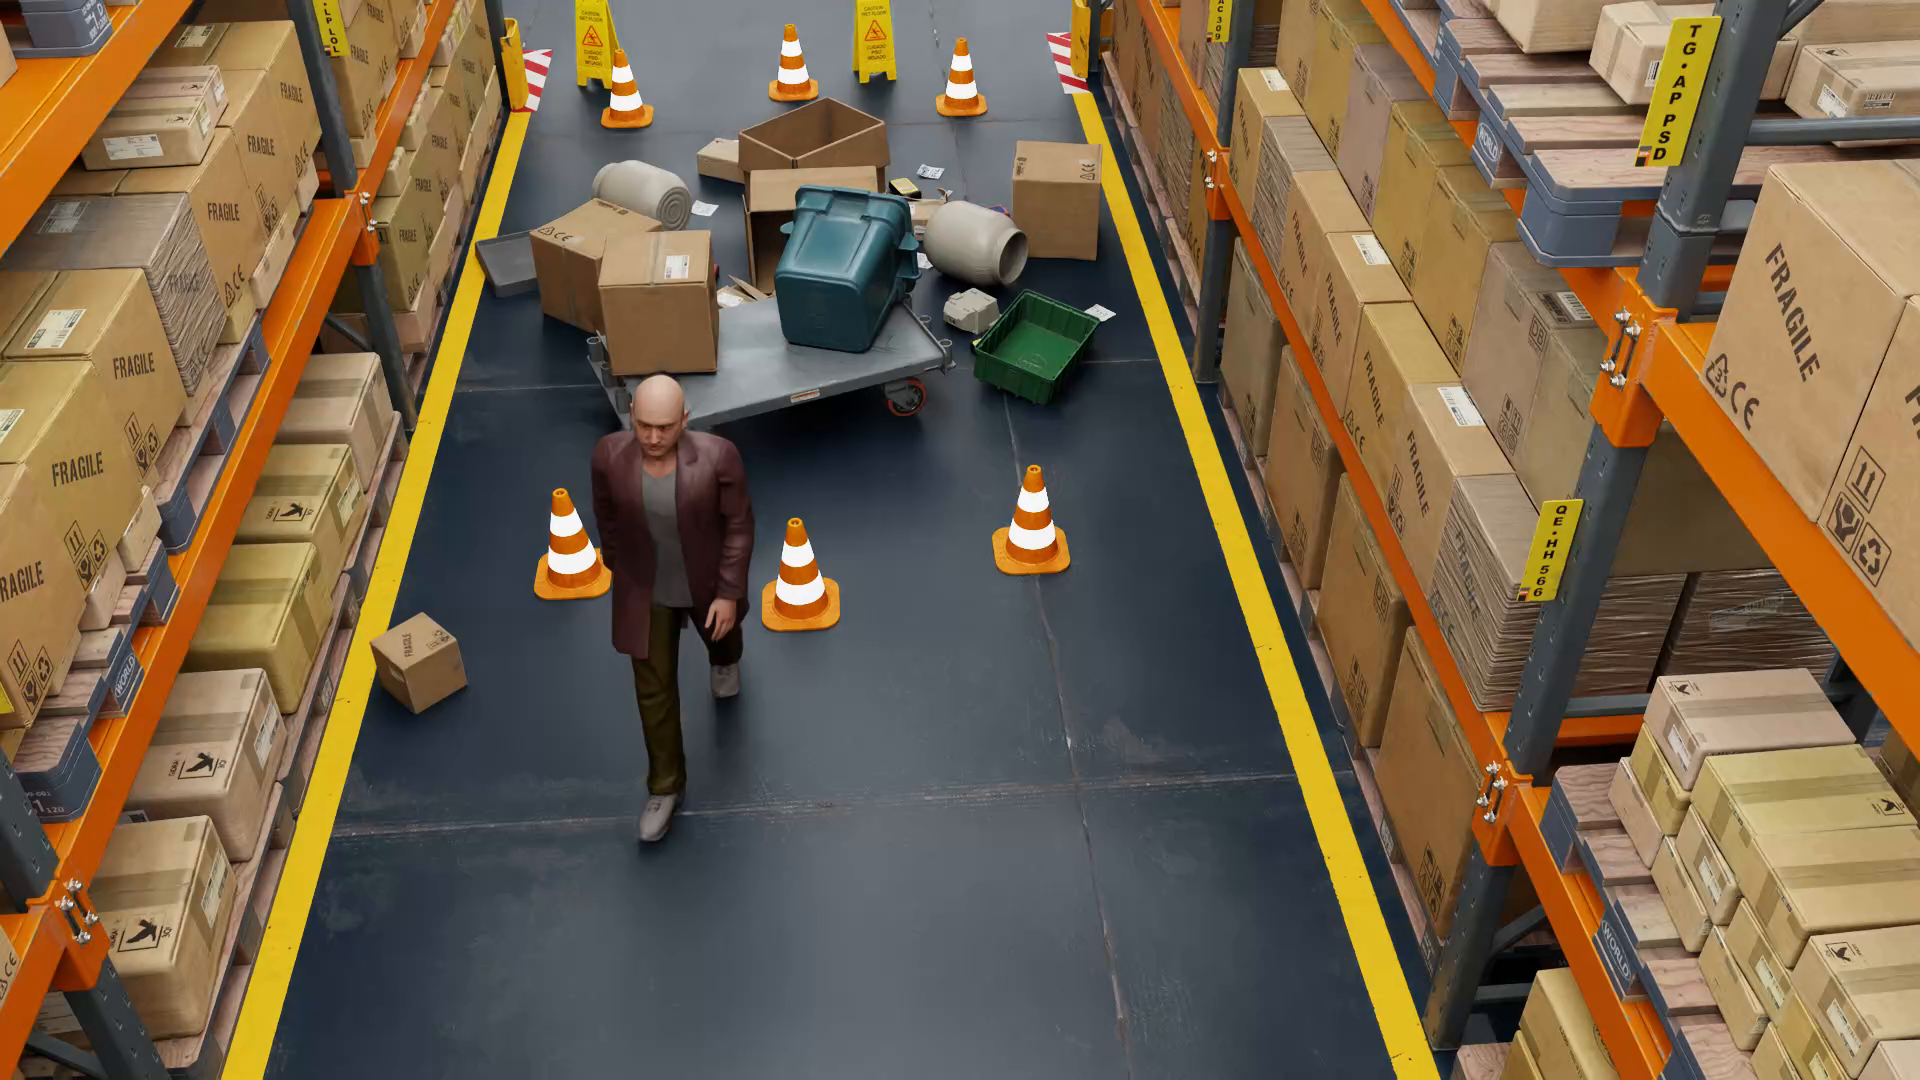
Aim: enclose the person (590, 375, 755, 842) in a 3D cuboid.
[{"bbox_3d":[-1.007,0.131,5.999,0.576,1.736,1.105,-3,39,-3],"label":"person"}]
